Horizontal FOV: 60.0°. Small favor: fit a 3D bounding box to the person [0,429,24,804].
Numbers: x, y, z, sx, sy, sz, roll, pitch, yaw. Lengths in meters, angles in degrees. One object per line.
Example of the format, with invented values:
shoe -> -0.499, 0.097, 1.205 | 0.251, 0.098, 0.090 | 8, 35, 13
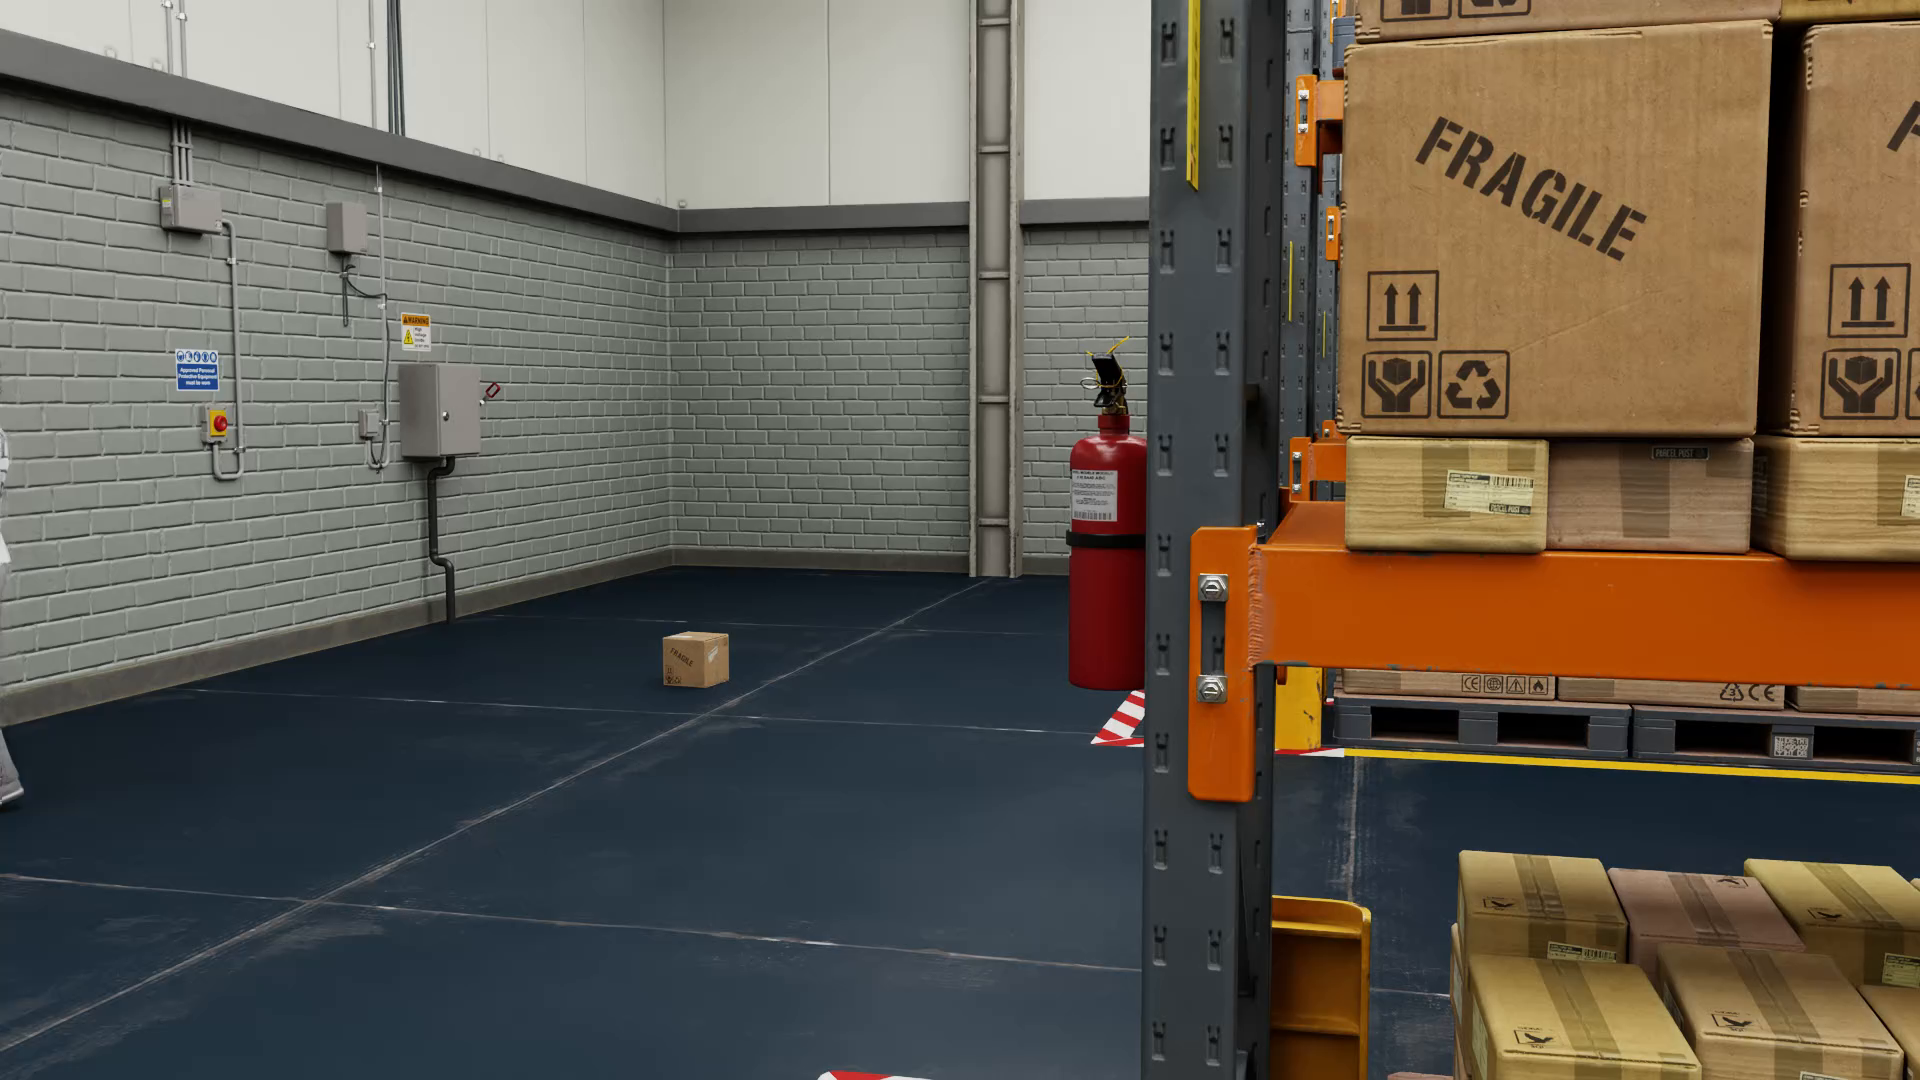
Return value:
person -> -3.618, 0.147, 5.888 | 0.489, 1.695, 0.451 | 5, 7, 43
